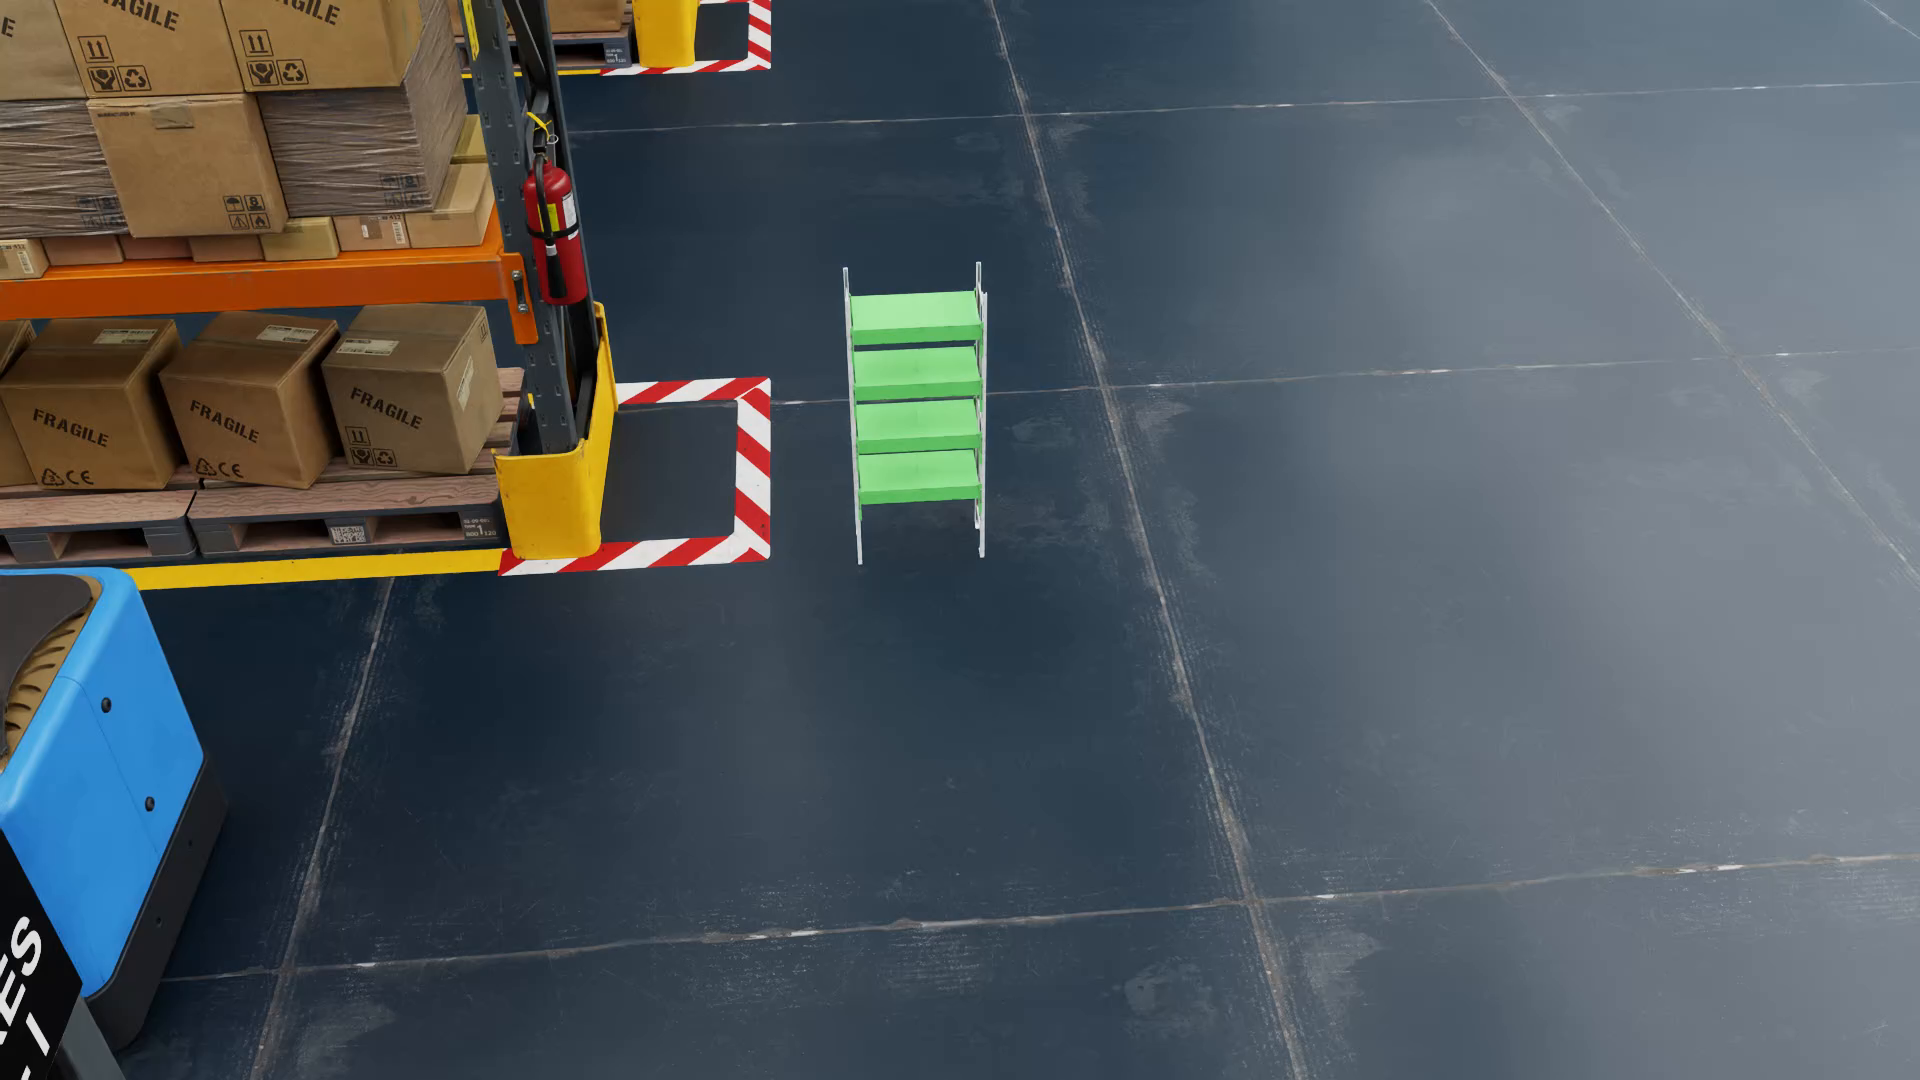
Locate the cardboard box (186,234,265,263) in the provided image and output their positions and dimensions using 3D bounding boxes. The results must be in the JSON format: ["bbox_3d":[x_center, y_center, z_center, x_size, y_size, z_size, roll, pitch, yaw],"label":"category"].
[{"bbox_3d":[-2.607,-1.162,6.004,0.250,0.149,0.380,-3,38,-4],"label":"cardboard box"}]

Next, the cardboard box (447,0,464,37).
[{"bbox_3d":[-3.482,-3.736,10.439,0.875,0.875,0.875,-4,38,-5],"label":"cardboard box"}]

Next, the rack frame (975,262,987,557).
[{"bbox_3d":[0.078,-0.475,6.384,0.015,1.200,0.240,-3,38,-4],"label":"rack frame"}]

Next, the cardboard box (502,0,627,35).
[{"bbox_3d":[-2.606,-3.785,10.502,0.875,0.875,0.875,-3,38,-4],"label":"cardboard box"}]

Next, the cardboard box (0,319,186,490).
[{"bbox_3d":[-3.439,-0.550,6.704,0.500,0.500,0.500,0,38,0],"label":"cardboard box"}]

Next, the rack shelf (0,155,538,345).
[{"bbox_3d":[-3.590,-1.075,6.271,4.000,0.370,1.077,-3,38,-4],"label":"rack shelf"}]

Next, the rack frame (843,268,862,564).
[{"bbox_3d":[-0.408,-0.449,6.350,0.015,1.200,0.240,-3,38,-4],"label":"rack frame"}]

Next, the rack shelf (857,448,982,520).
[{"bbox_3d":[-0.165,-0.223,6.555,0.480,0.148,0.258,-3,38,-4],"label":"rack shelf"}]

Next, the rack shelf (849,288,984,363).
[{"bbox_3d":[-0.165,-0.789,6.109,0.480,0.148,0.258,-3,38,-4],"label":"rack shelf"}]

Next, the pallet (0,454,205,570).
[{"bbox_3d":[-3.698,-0.280,6.935,1.213,0.211,1.003,-3,38,-4],"label":"pallet"}]

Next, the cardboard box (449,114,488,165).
[{"bbox_3d":[-1.903,-1.500,6.432,0.250,0.149,0.380,-3,38,-4],"label":"cardboard box"}]

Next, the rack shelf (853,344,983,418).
[{"bbox_3d":[-0.165,-0.600,6.258,0.480,0.148,0.258,-3,38,-4],"label":"rack shelf"}]

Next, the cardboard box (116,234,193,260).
[{"bbox_3d":[-2.860,-1.174,6.019,0.250,0.149,0.380,-3,38,-4],"label":"cardboard box"}]

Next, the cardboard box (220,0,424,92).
[{"bbox_3d":[-2.124,-1.833,5.523,0.500,0.500,0.500,-3,38,-4],"label":"cardboard box"}]

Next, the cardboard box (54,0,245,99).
[{"bbox_3d":[-2.621,-1.802,5.484,0.500,0.500,0.500,-3,38,-4],"label":"cardboard box"}]

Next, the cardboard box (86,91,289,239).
[{"bbox_3d":[-2.635,-1.508,5.919,0.500,0.500,0.875,-3,38,-4],"label":"cardboard box"}]

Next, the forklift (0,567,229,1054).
[{"bbox_3d":[-3.914,0.108,4.247,3.031,2.935,1.130,-2,38,-2],"label":"forklift"}]

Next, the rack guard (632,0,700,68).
[{"bbox_3d":[-1.912,-3.553,10.849,0.348,0.500,1.175,-3,38,-4],"label":"rack guard"}]

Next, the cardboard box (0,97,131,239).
[{"bbox_3d":[-3.137,-1.507,5.918,0.500,0.500,0.875,-3,38,-4],"label":"cardboard box"}]

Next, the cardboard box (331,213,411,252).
[{"bbox_3d":[-2.112,-1.212,6.067,0.250,0.149,0.380,-3,38,-4],"label":"cardboard box"}]

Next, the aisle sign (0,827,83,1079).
[{"bbox_3d":[-1.113,0.384,1.743,0.004,0.787,0.394,-3,38,-4],"label":"aisle sign"}]

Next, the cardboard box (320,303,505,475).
[{"bbox_3d":[-2.221,-0.626,6.801,0.500,0.500,0.500,4,38,4],"label":"cardboard box"}]

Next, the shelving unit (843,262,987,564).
[{"bbox_3d":[-0.165,-0.462,6.367,0.503,1.200,0.258,-3,38,-4],"label":"shelving unit"}]

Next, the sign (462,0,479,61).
[{"bbox_3d":[-1.568,-1.702,5.295,0.005,0.325,0.100,-3,38,-4],"label":"sign"}]

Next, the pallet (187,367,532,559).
[{"bbox_3d":[-2.486,-0.345,7.017,1.213,0.211,1.003,-3,38,-4],"label":"pallet"}]

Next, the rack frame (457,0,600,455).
[{"bbox_3d":[-1.598,-1.467,6.187,0.127,3.000,1.000,-3,38,-4],"label":"rack frame"}]

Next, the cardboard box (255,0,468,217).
[{"bbox_3d":[-2.148,-1.609,6.047,0.500,0.500,0.875,-3,38,-4],"label":"cardboard box"}]

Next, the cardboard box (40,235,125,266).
[{"bbox_3d":[-3.107,-1.146,5.984,0.250,0.149,0.380,-3,38,-4],"label":"cardboard box"}]

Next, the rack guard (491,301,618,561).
[{"bbox_3d":[-1.673,-0.481,6.956,0.348,0.500,1.175,-3,38,-4],"label":"rack guard"}]

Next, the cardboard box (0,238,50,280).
[{"bbox_3d":[-3.348,-1.078,5.897,0.250,0.149,0.380,-3,38,-4],"label":"cardboard box"}]

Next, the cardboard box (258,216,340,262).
[{"bbox_3d":[-2.357,-1.166,6.009,0.250,0.149,0.380,-3,38,-4],"label":"cardboard box"}]

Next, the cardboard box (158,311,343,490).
[{"bbox_3d":[-2.814,-0.572,6.733,0.500,0.500,0.500,6,39,8],"label":"cardboard box"}]

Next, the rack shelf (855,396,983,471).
[{"bbox_3d":[-0.165,-0.412,6.406,0.480,0.148,0.258,-3,38,-4],"label":"rack shelf"}]

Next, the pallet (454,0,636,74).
[{"bbox_3d":[-2.726,-3.346,10.820,1.213,0.211,1.003,-3,38,-4],"label":"pallet"}]

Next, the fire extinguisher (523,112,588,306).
[{"bbox_3d":[-1.443,-1.158,5.859,0.183,0.674,0.296,-3,38,-4],"label":"fire extinguisher"}]

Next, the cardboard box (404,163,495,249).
[{"bbox_3d":[-1.863,-1.225,6.084,0.250,0.149,0.380,-3,38,-4],"label":"cardboard box"}]

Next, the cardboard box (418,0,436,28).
[{"bbox_3d":[-2.170,-2.153,5.929,0.500,0.500,0.500,-3,38,-4],"label":"cardboard box"}]

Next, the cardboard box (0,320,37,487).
[{"bbox_3d":[-3.999,-0.547,6.700,0.500,0.500,0.500,-6,39,-8],"label":"cardboard box"}]

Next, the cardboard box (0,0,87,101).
[{"bbox_3d":[-3.119,-1.776,5.451,0.500,0.500,0.500,-3,38,-4],"label":"cardboard box"}]
